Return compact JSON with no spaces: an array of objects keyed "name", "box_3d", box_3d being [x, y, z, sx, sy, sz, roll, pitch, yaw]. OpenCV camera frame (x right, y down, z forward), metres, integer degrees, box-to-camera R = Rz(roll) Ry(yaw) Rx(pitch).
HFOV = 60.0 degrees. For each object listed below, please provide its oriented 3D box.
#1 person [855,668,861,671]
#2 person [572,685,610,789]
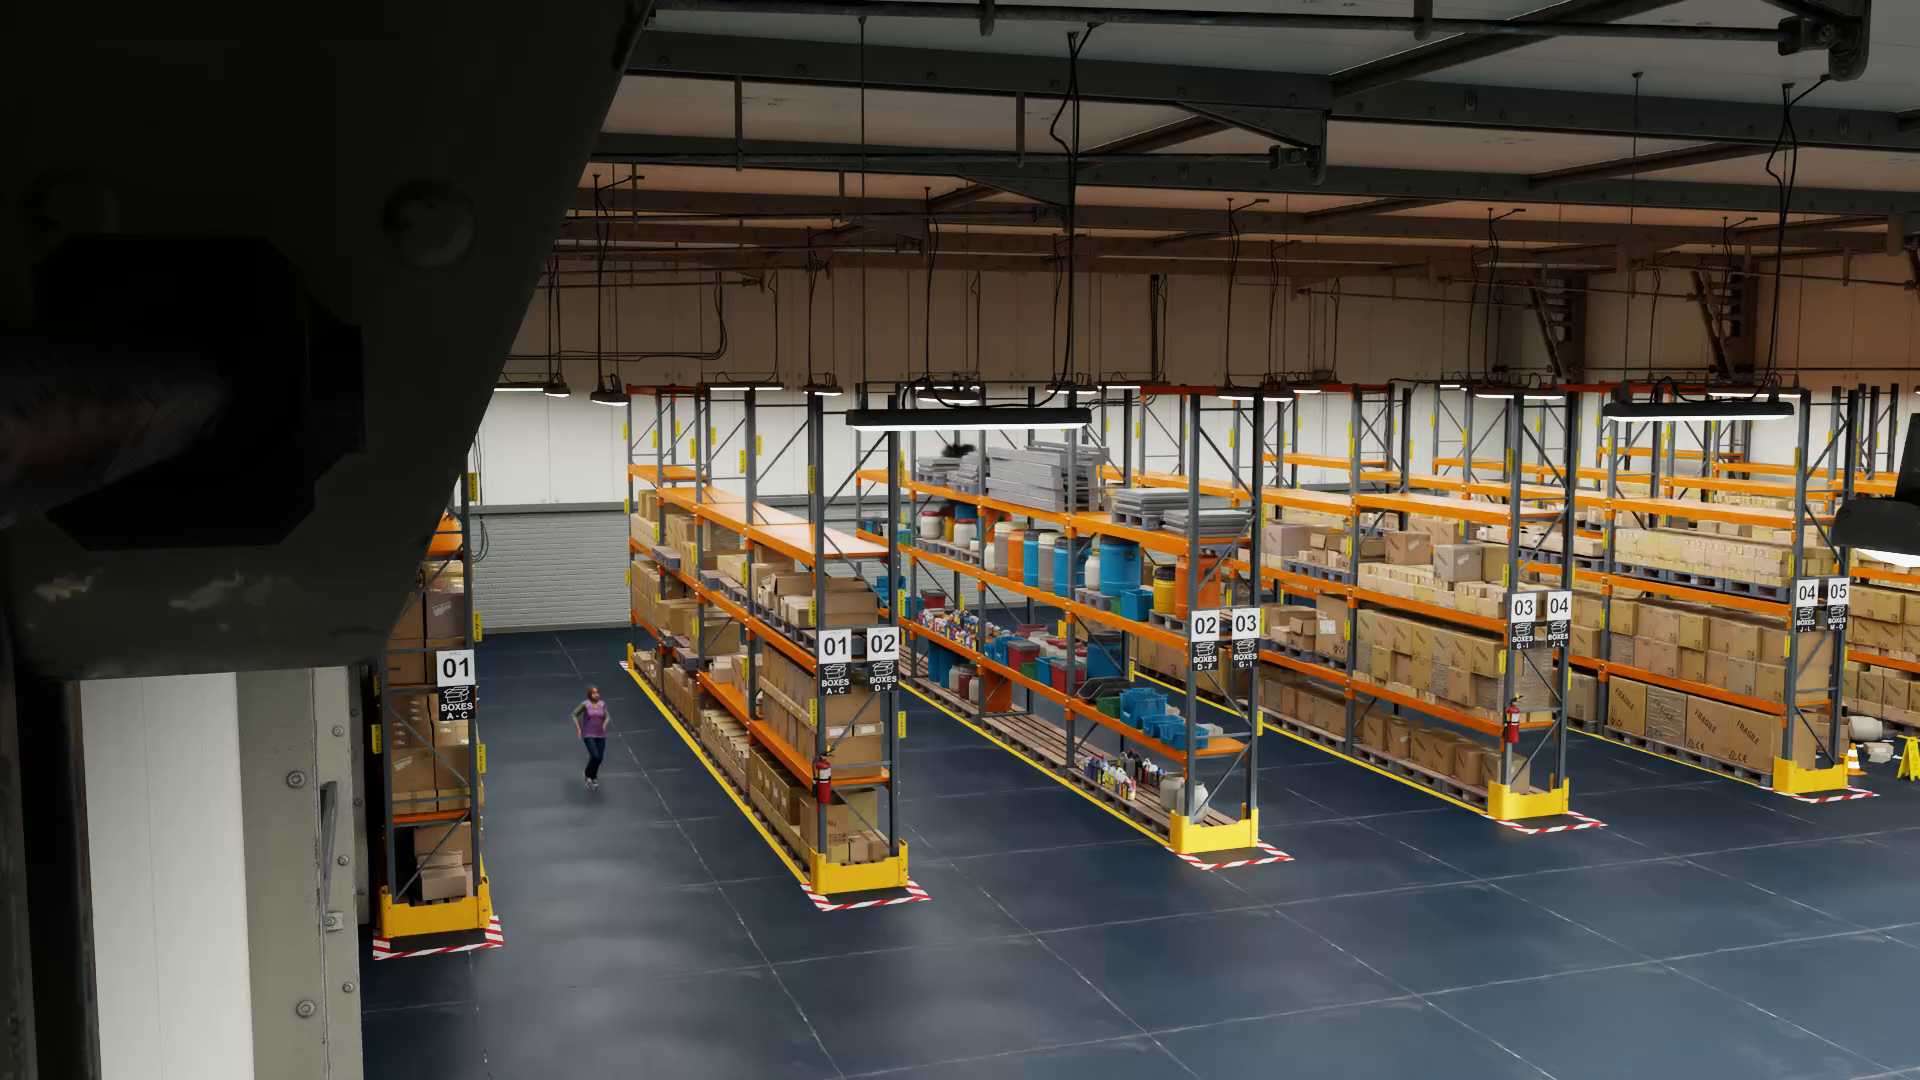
[{"name":"person","box_3d":[-1.975,2.397,30.065,0.558,1.760,0.749,-4,7,-32]},{"name":"person","box_3d":[-5.487,2.960,24.945,0.511,1.562,0.633,-4,7,-36]}]
